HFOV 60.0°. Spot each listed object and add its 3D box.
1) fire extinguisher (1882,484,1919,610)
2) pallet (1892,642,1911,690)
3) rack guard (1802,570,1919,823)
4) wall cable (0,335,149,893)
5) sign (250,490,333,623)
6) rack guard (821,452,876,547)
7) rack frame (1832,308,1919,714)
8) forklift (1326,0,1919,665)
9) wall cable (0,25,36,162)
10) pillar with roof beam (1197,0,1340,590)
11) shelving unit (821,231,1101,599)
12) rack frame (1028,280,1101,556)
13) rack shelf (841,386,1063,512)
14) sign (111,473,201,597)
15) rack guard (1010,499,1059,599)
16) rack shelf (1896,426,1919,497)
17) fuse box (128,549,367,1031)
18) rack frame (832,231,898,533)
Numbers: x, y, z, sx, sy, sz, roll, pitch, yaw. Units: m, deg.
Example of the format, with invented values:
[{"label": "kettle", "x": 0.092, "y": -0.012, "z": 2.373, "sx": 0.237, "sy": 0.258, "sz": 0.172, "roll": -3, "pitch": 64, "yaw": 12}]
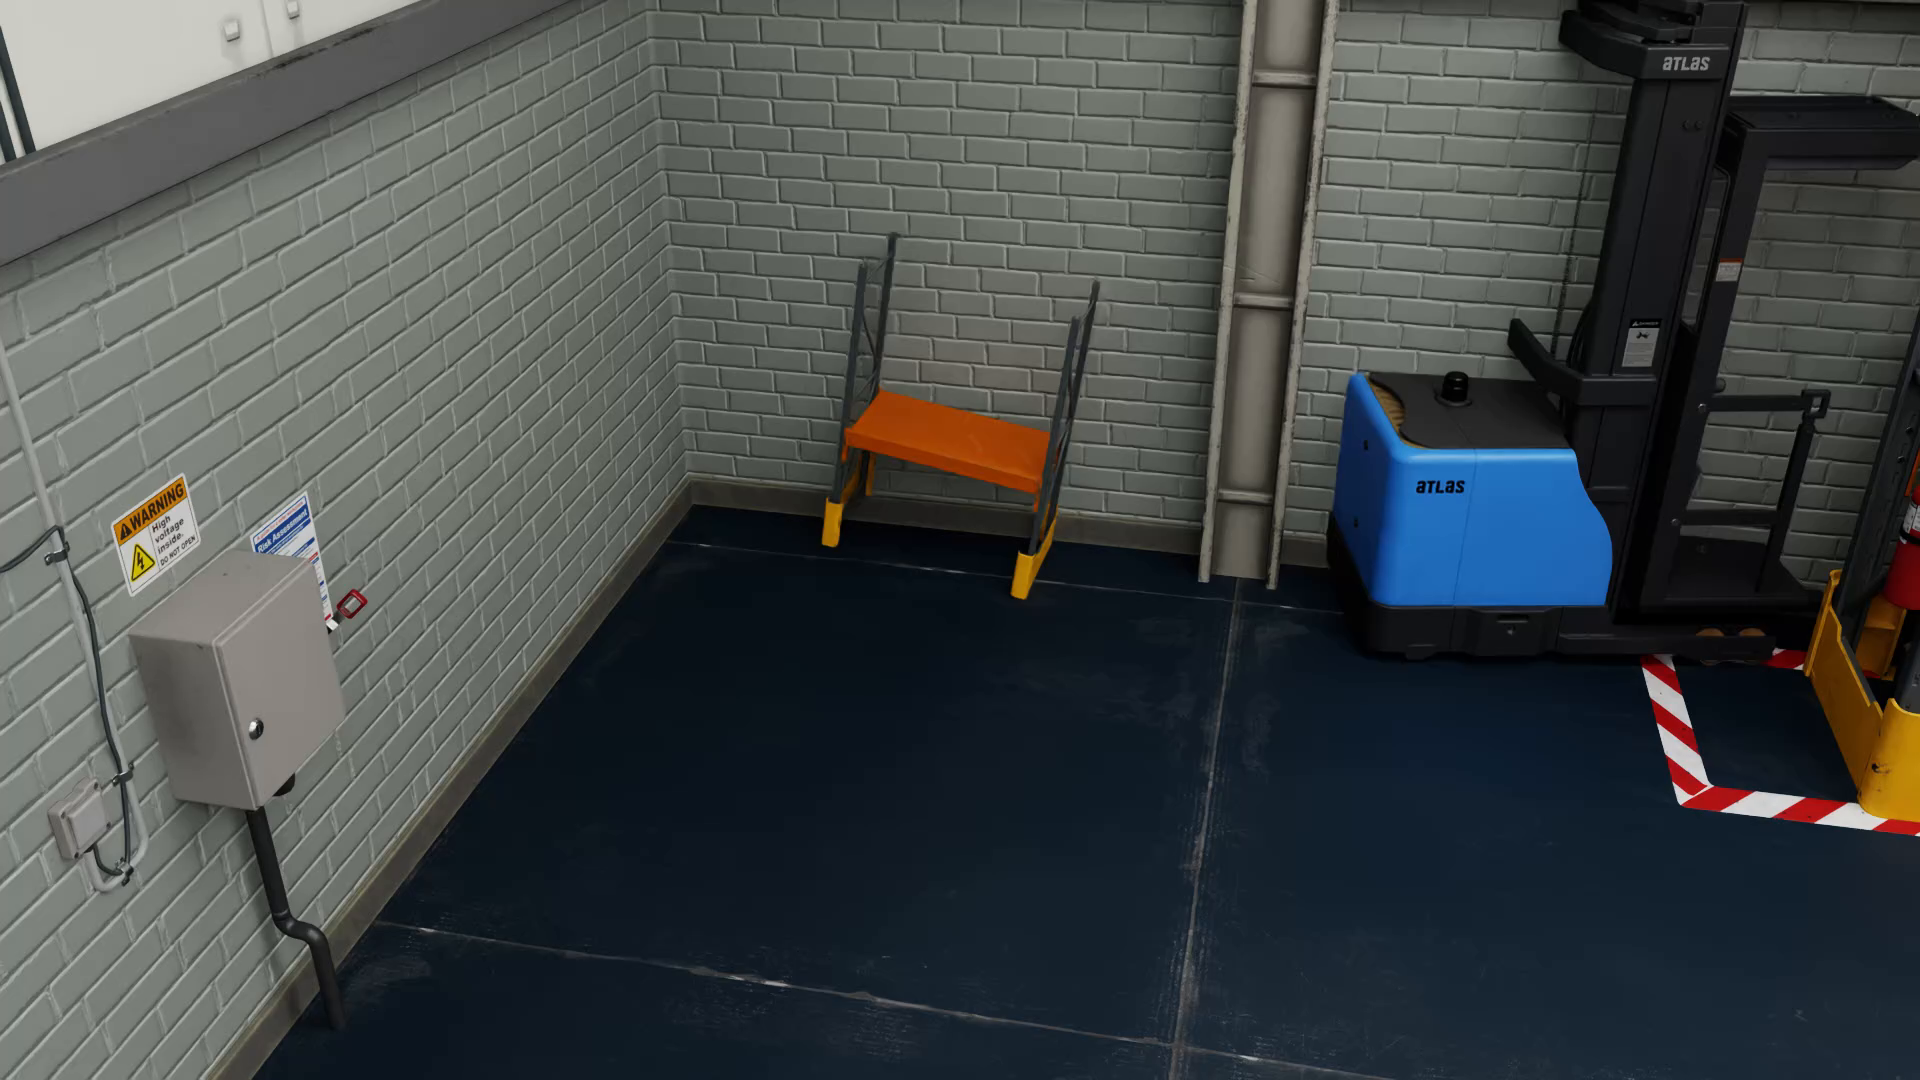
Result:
[{"label": "fire extinguisher", "x": 3.628, "y": -0.066, "z": 6.216, "sx": 0.183, "sy": 0.674, "sz": 0.296, "roll": 6, "pitch": 29, "yaw": 11}, {"label": "pallet", "x": 4.723, "y": 0.844, "z": 6.988, "sx": 1.213, "sy": 0.211, "sz": 1.003, "roll": 6, "pitch": 29, "yaw": 11}, {"label": "rack guard", "x": 3.943, "y": 0.638, "z": 7.064, "sx": 0.348, "sy": 0.500, "sz": 1.175, "roll": 6, "pitch": 29, "yaw": 11}, {"label": "wall cable", "x": -2.399, "y": 0.198, "z": 4.207, "sx": 0.122, "sy": 1.984, "sz": 0.588, "roll": 6, "pitch": 29, "yaw": 11}, {"label": "sign", "x": -2.201, "y": 0.128, "z": 5.492, "sx": 0.001, "sy": 0.494, "sz": 0.329, "roll": 6, "pitch": 29, "yaw": 11}, {"label": "rack guard", "x": -0.569, "y": -0.214, "z": 8.557, "sx": 0.087, "sy": 0.250, "sz": 0.587, "roll": 15, "pitch": 32, "yaw": 9}, {"label": "rack frame", "x": 3.869, "y": -0.466, "z": 6.478, "sx": 0.127, "sy": 3.000, "sz": 1.000, "roll": 6, "pitch": 29, "yaw": 11}, {"label": "forklift", "x": 3.378, "y": -0.964, "z": 7.459, "sx": 3.031, "sy": 2.935, "sz": 1.130, "roll": 0, "pitch": 29, "yaw": -1}, {"label": "wall cable", "x": -2.008, "y": -2.878, "z": 4.597, "sx": 0.133, "sy": 3.039, "sz": 2.988, "roll": 6, "pitch": 29, "yaw": 11}, {"label": "pillar with roof beam", "x": 0.521, "y": -1.770, "z": 2.611, "sx": 0.400, "sy": 9.000, "sz": 9.100, "roll": 6, "pitch": 29, "yaw": 11}, {"label": "shelving unit", "x": -0.009, "y": -0.612, "z": 8.149, "sx": 1.083, "sy": 1.500, "sz": 0.587, "roll": 15, "pitch": 32, "yaw": 9}, {"label": "rack frame", "x": 0.484, "y": -0.480, "z": 8.065, "sx": 0.032, "sy": 1.500, "sz": 0.500, "roll": 15, "pitch": 32, "yaw": 9}, {"label": "rack shelf", "x": -0.025, "y": -0.459, "z": 8.242, "sx": 1.000, "sy": 0.185, "sz": 0.538, "roll": 15, "pitch": 32, "yaw": 9}, {"label": "sign", "x": -2.316, "y": -0.018, "z": 4.799, "sx": 0.001, "sy": 0.242, "sz": 0.339, "roll": 6, "pitch": 29, "yaw": 11}, {"label": "rack guard", "x": 0.380, "y": 0.041, "z": 8.394, "sx": 0.087, "sy": 0.250, "sz": 0.587, "roll": 15, "pitch": 32, "yaw": 9}, {"label": "rack shelf", "x": 5.825, "y": 0.050, "z": 6.284, "sx": 4.000, "sy": 0.370, "sz": 1.077, "roll": 6, "pitch": 29, "yaw": 11}, {"label": "fuse box", "x": -2.102, "y": 0.904, "z": 5.317, "sx": 0.414, "sy": 1.711, "sz": 0.539, "roll": 6, "pitch": 29, "yaw": 11}, {"label": "rack frame", "x": -0.485, "y": -0.740, "z": 8.231, "sx": 0.032, "sy": 1.500, "sz": 0.500, "roll": 15, "pitch": 32, "yaw": 9}]
